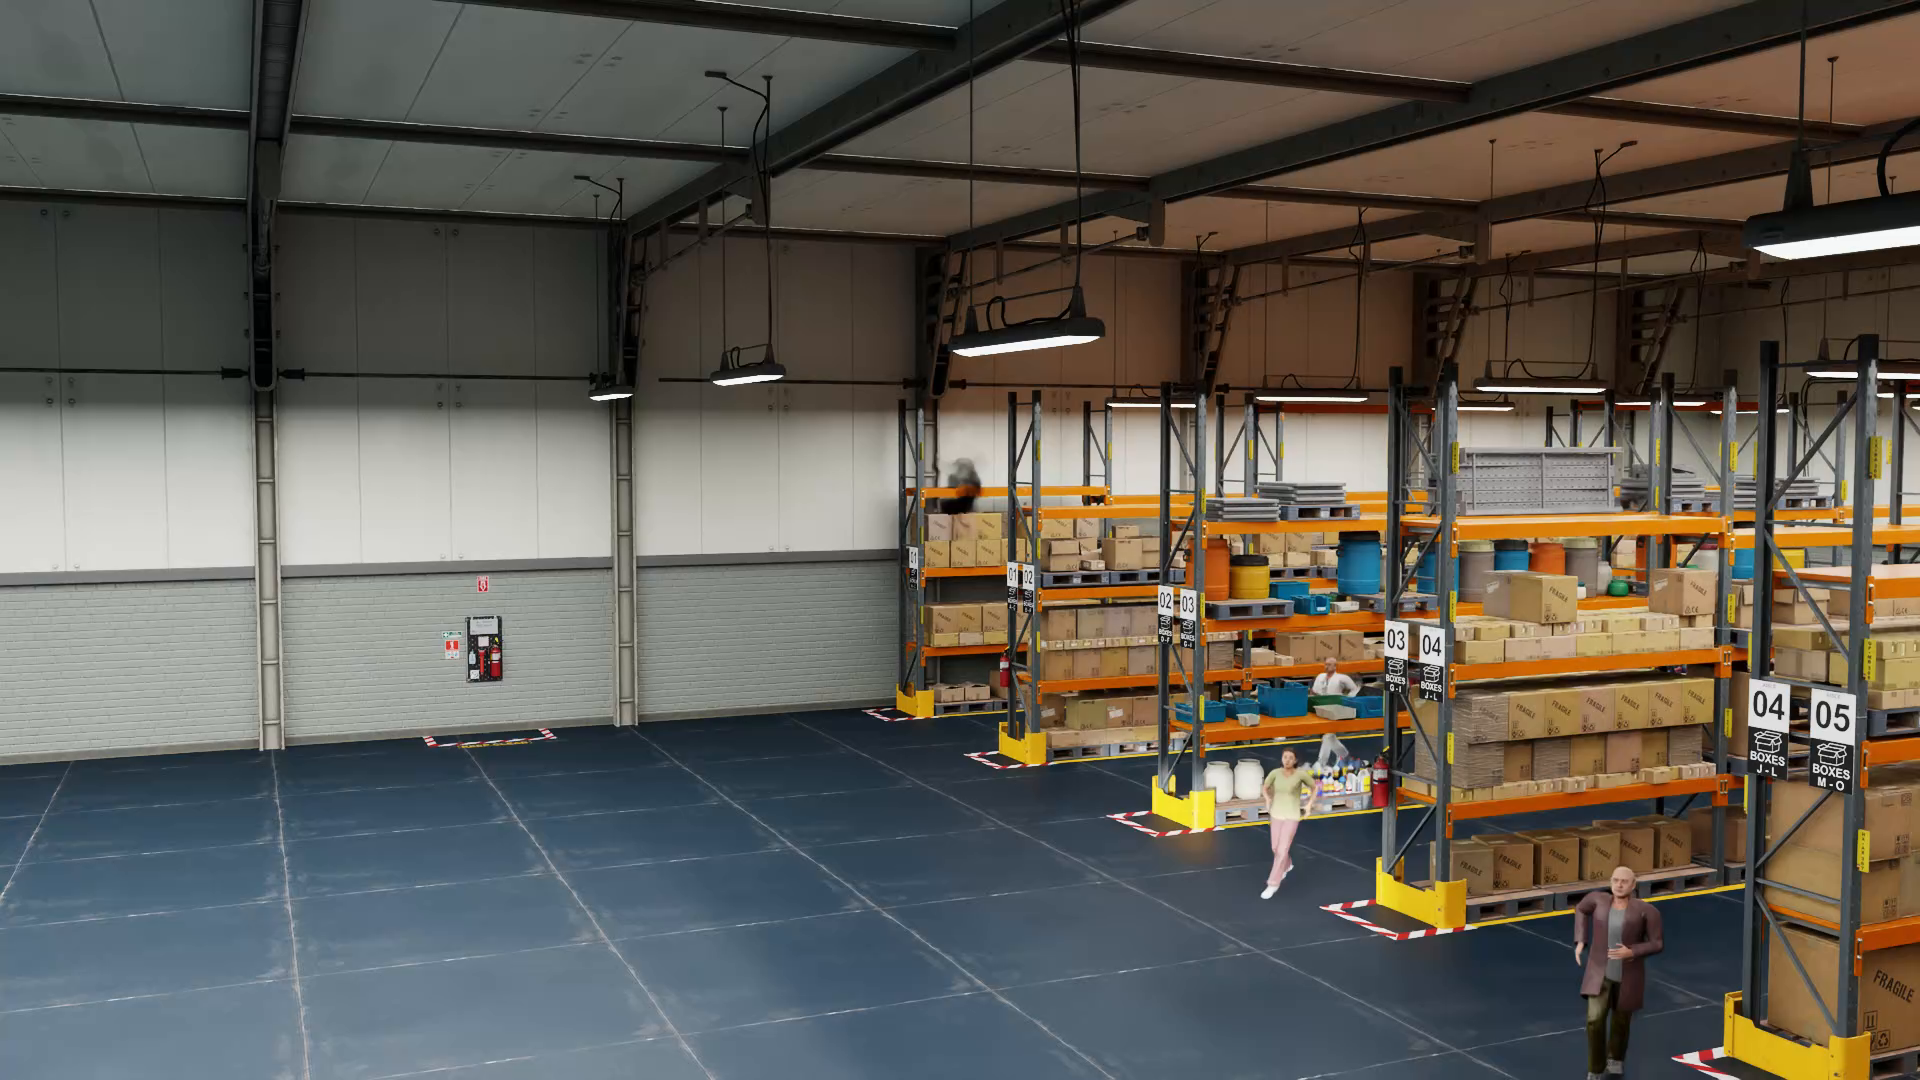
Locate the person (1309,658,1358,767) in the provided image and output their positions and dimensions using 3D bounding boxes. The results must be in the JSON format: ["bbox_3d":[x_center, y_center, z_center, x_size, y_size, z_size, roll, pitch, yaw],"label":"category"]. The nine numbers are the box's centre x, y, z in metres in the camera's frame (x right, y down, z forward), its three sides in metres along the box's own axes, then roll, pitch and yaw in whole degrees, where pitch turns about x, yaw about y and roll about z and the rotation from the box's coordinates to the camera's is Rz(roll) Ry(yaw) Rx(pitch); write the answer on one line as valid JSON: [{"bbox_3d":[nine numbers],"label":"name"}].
[{"bbox_3d":[5.759,2.724,25.910,1.034,1.784,0.701,-3,4,-38],"label":"person"}]

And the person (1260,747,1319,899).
[{"bbox_3d":[3.738,3.204,19.076,0.618,1.679,0.933,2,4,33],"label":"person"}]

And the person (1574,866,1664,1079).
[{"bbox_3d":[5.267,3.559,13.338,0.696,1.755,0.759,2,4,26],"label":"person"}]
